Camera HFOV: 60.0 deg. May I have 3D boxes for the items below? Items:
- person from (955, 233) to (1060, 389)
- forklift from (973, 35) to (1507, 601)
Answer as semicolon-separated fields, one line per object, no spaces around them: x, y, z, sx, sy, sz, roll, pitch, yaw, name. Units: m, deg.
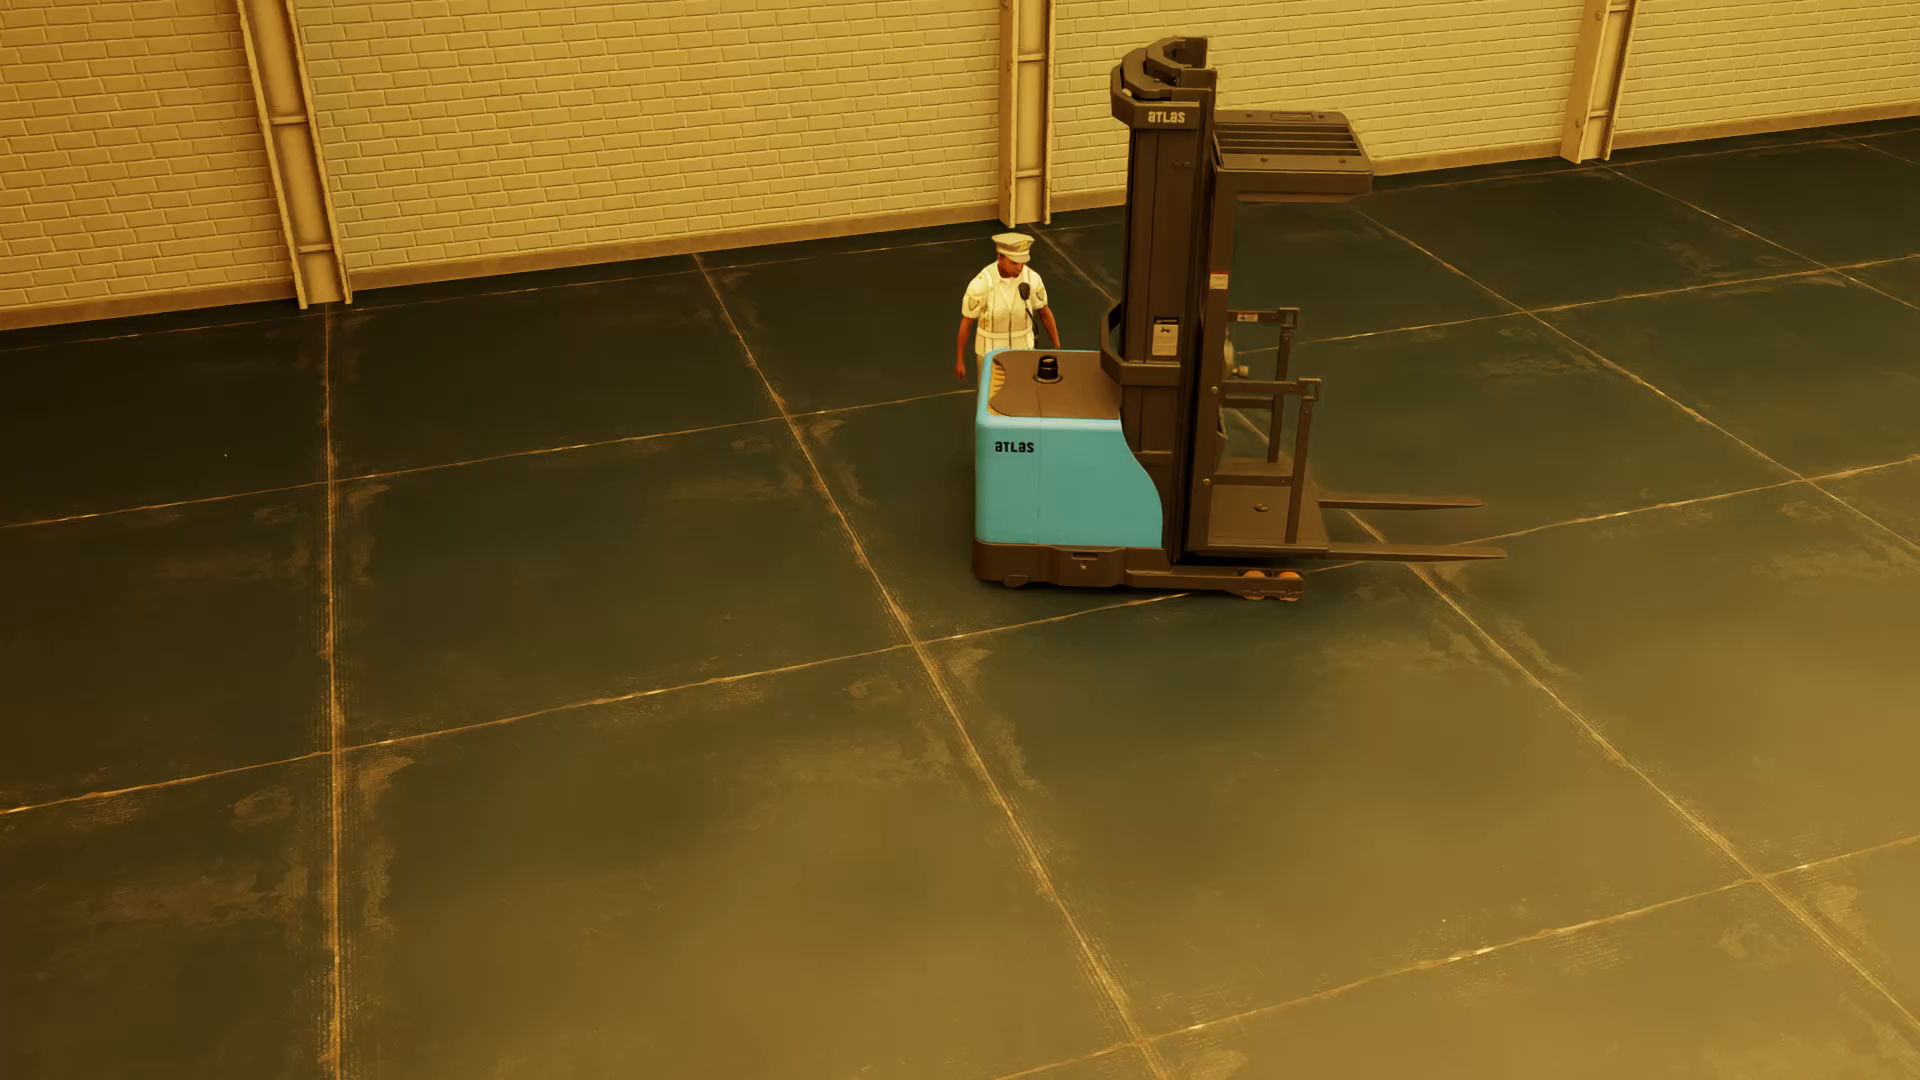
0.316;-1.146;10.382;0.700;1.634;0.391;-8;31;-13;person
1.610;-1.197;9.168;3.031;2.935;1.130;2;30;3;forklift
